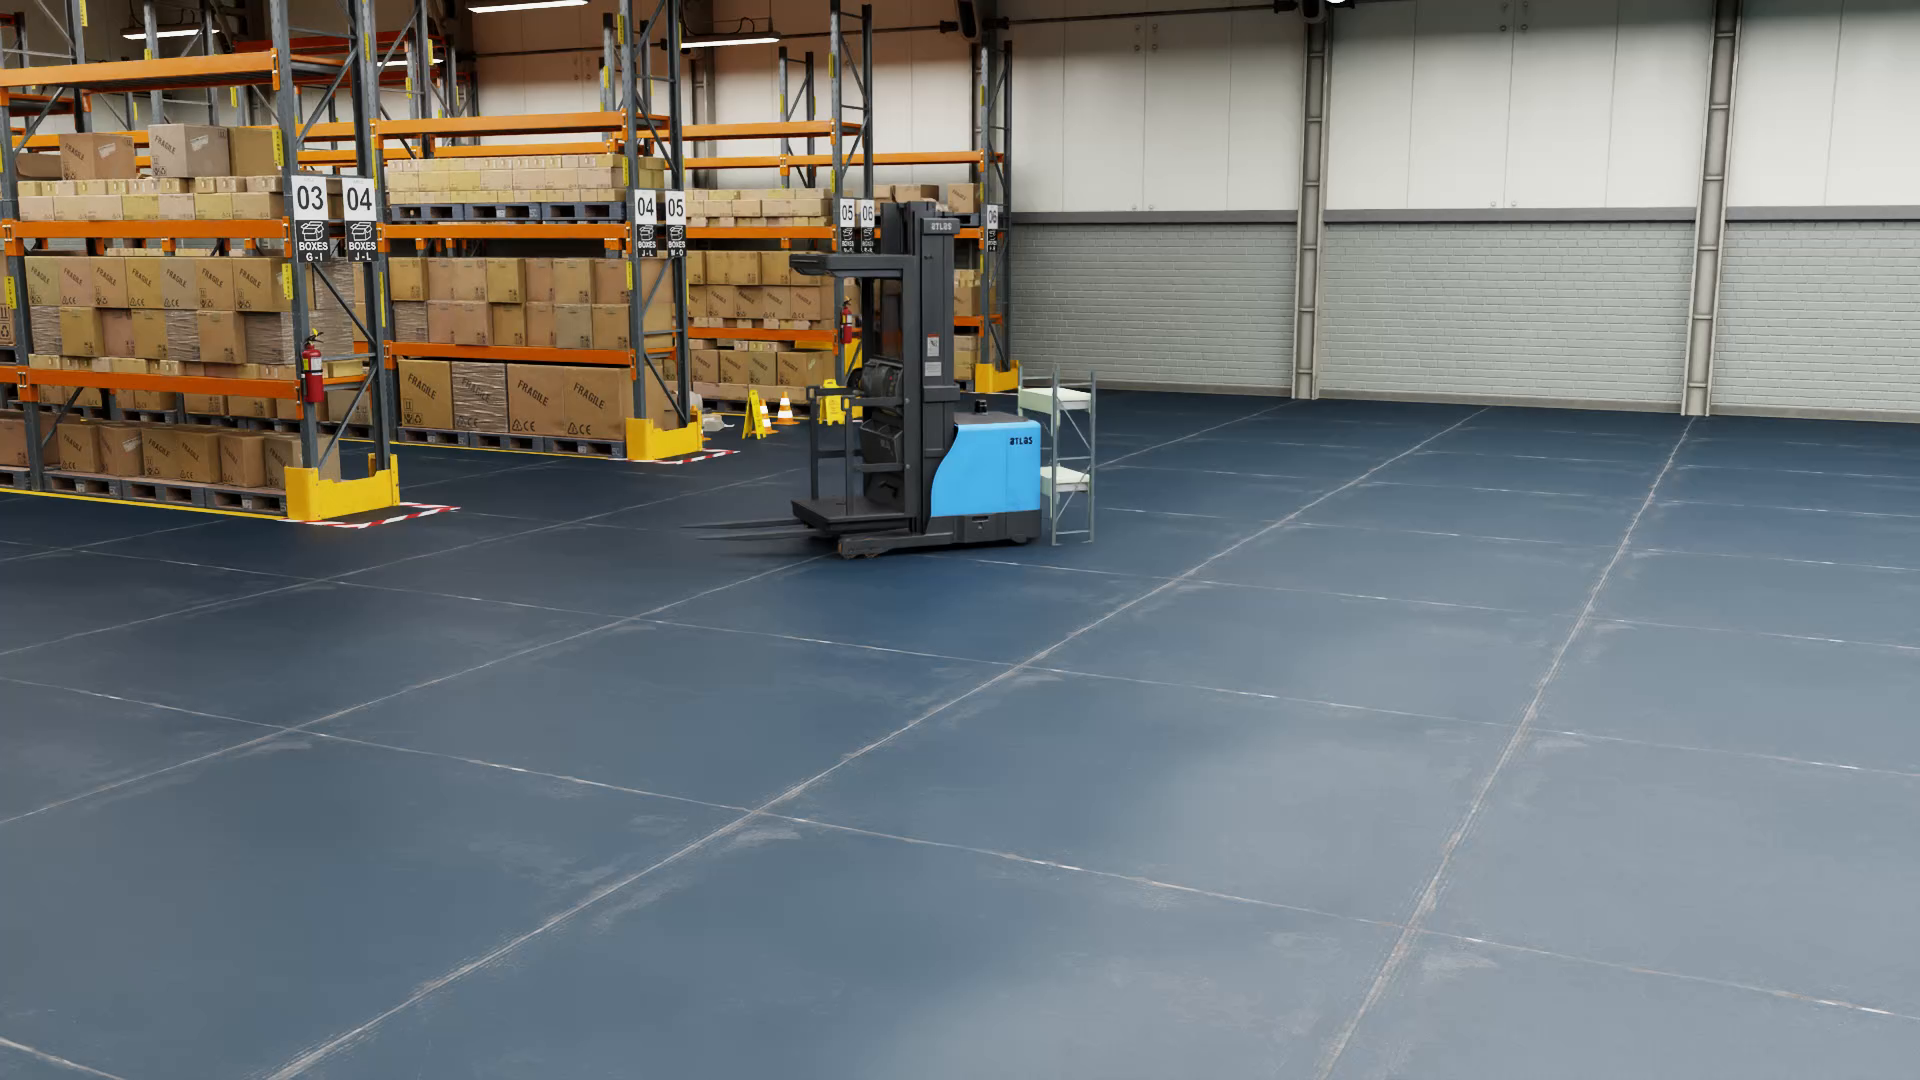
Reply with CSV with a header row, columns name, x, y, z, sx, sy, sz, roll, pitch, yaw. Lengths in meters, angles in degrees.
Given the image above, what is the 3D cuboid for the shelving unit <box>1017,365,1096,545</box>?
name,x,y,z,sx,sy,sz,roll,pitch,yaw
shelving unit,0.847,-0.766,14.751,0.431,1.500,0.755,-4,11,-21

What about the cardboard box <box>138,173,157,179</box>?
name,x,y,z,sx,sy,sz,roll,pitch,yaw
cardboard box,-11.316,-5.057,23.395,0.258,0.266,0.396,5,11,26

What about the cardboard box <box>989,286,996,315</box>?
name,x,y,z,sx,sy,sz,roll,pitch,yaw
cardboard box,0.308,-4.258,29.555,0.500,0.500,0.500,5,12,28

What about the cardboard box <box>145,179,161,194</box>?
name,x,y,z,sx,sy,sz,roll,pitch,yaw
cardboard box,-7.725,-3.453,16.266,0.250,0.149,0.380,4,11,23

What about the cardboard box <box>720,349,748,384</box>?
name,x,y,z,sx,sy,sz,roll,pitch,yaw
cardboard box,-3.317,-2.658,25.431,0.500,0.500,0.500,5,11,24

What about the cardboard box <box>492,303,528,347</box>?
name,x,y,z,sx,sy,sz,roll,pitch,yaw
cardboard box,-5.460,-2.769,21.187,0.500,0.550,0.875,5,11,26

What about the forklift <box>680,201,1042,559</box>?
name,x,y,z,sx,sy,sz,roll,pitch,yaw
forklift,-0.855,-1.389,14.174,3.031,2.935,1.130,-4,11,-22

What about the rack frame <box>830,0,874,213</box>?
name,x,y,z,sx,sy,sz,roll,pitch,yaw
rack frame,-1.564,-6.285,24.187,0.127,3.000,1.000,5,11,26

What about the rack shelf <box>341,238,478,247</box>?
name,x,y,z,sx,sy,sz,roll,pitch,yaw
rack shelf,-11.926,-6.351,34.996,4.000,0.370,1.077,5,11,26

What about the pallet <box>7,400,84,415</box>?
name,x,y,z,sx,sy,sz,roll,pitch,yaw
pallet,-13.726,-2.046,25.445,1.213,0.211,1.003,5,11,26

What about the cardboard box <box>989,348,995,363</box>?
name,x,y,z,sx,sy,sz,roll,pitch,yaw
cardboard box,0.299,-3.296,29.654,0.500,0.250,0.500,5,12,27

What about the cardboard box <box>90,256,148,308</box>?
name,x,y,z,sx,sy,sz,roll,pitch,yaw
cardboard box,-8.348,-2.598,16.739,0.500,0.500,0.500,5,11,26

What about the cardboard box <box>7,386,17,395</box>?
name,x,y,z,sx,sy,sz,roll,pitch,yaw
cardboard box,-14.848,-2.385,26.309,0.250,0.149,0.380,5,12,27

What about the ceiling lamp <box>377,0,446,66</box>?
name,x,y,z,sx,sy,sz,roll,pitch,yaw
ceiling lamp,-10.353,-10.479,30.970,2.000,3.185,0.800,5,11,26

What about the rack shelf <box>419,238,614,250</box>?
name,x,y,z,sx,sy,sz,roll,pitch,yaw
rack shelf,-6.945,-4.927,27.131,4.000,0.370,1.077,5,11,26

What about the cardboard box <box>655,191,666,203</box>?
name,x,y,z,sx,sy,sz,roll,pitch,yaw
cardboard box,-3.829,-4.221,20.451,0.250,0.149,0.380,5,11,26

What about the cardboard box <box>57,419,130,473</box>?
name,x,y,z,sx,sy,sz,roll,pitch,yaw
cardboard box,-9.195,-1.004,17.694,0.500,0.500,0.500,5,11,24

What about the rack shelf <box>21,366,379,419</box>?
name,x,y,z,sx,sy,sz,roll,pitch,yaw
rack shelf,-7.742,-1.554,16.911,4.000,0.370,1.077,5,11,26

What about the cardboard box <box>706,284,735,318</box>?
name,x,y,z,sx,sy,sz,roll,pitch,yaw
cardboard box,-3.513,-3.650,25.360,0.500,0.500,0.500,5,11,26

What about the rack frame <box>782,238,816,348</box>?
name,x,y,z,sx,sy,sz,roll,pitch,yaw
rack frame,-2.958,-4.441,30.845,0.127,3.000,1.000,5,11,26

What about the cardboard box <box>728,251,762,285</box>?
name,x,y,z,sx,sy,sz,roll,pitch,yaw
cardboard box,-3.072,-4.090,24.985,0.500,0.500,0.700,5,11,25

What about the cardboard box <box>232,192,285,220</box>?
name,x,y,z,sx,sy,sz,roll,pitch,yaw
cardboard box,-6.494,-3.150,15.709,0.500,0.250,0.500,5,12,27

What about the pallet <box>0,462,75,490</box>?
name,x,y,z,sx,sy,sz,roll,pitch,yaw
pallet,-10.235,-0.754,18.304,1.213,0.211,1.003,5,11,26

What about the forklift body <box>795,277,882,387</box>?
name,x,y,z,sx,sy,sz,roll,pitch,yaw
forklift body,-1.879,-3.566,28.395,1.214,2.155,2.313,5,11,26

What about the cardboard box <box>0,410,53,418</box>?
name,x,y,z,sx,sy,sz,roll,pitch,yaw
cardboard box,-10.497,-1.144,18.412,0.500,0.500,0.700,5,11,25

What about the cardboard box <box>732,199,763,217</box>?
name,x,y,z,sx,sy,sz,roll,pitch,yaw
cardboard box,-3.060,-4.958,24.868,0.500,0.250,0.500,5,12,27

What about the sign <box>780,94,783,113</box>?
name,x,y,z,sx,sy,sz,roll,pitch,yaw
sign,-3.188,-7.804,29.737,0.005,0.325,0.100,5,11,26

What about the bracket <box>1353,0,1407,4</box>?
name,x,y,z,sx,sy,sz,roll,pitch,yaw
bracket,8.325,-8.281,25.112,4.783,0.066,0.076,5,11,26

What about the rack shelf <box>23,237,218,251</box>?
name,x,y,z,sx,sy,sz,roll,pitch,yaw
rack shelf,-12.631,-4.444,24.460,4.000,0.370,1.077,5,11,26

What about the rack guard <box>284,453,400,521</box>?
name,x,y,z,sx,sy,sz,roll,pitch,yaw
rack guard,-6.017,-0.526,16.232,0.348,0.500,1.175,5,11,26

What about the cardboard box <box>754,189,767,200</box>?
name,x,y,z,sx,sy,sz,roll,pitch,yaw
cardboard box,-2.870,-5.149,24.802,0.250,0.149,0.380,5,11,26

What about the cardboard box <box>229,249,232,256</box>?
name,x,y,z,sx,sy,sz,roll,pitch,yaw
cardboard box,-12.931,-5.150,29.855,0.250,0.149,0.380,5,12,27

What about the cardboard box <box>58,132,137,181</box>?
name,x,y,z,sx,sy,sz,roll,pitch,yaw
cardboard box,-9.020,-3.988,17.400,0.500,0.500,0.500,5,11,24

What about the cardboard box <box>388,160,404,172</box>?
name,x,y,z,sx,sy,sz,roll,pitch,yaw
cardboard box,-7.075,-4.767,21.231,0.250,0.149,0.380,5,11,26

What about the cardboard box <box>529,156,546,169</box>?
name,x,y,z,sx,sy,sz,roll,pitch,yaw
cardboard box,-5.025,-4.587,20.237,0.250,0.149,0.380,5,11,26

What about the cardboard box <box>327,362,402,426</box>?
name,x,y,z,sx,sy,sz,roll,pitch,yaw
cardboard box,-7.847,-1.984,22.405,0.750,0.750,1.050,5,11,26

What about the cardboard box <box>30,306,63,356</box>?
name,x,y,z,sx,sy,sz,roll,pitch,yaw
cardboard box,-9.160,-2.215,17.432,0.500,0.500,0.875,5,11,26

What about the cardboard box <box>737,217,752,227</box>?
name,x,y,z,sx,sy,sz,roll,pitch,yaw
cardboard box,-3.144,-4.774,24.968,0.250,0.149,0.380,5,11,24

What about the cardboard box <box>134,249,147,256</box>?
name,x,y,z,sx,sy,sz,roll,pitch,yaw
cardboard box,-15.024,-5.316,30.769,0.250,0.149,0.380,5,11,24

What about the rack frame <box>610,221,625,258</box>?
name,x,y,z,sx,sy,sz,roll,pitch,yaw
rack frame,-5.151,-3.648,26.463,0.127,3.000,1.000,5,11,26

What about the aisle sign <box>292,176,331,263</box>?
name,x,y,z,sx,sy,sz,roll,pitch,yaw
aisle sign,-6.026,-2.976,15.453,0.004,0.787,0.394,5,11,26

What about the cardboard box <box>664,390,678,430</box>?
name,x,y,z,sx,sy,sz,roll,pitch,yaw
cardboard box,-4.259,-1.838,23.475,0.637,0.503,0.797,-2,11,-14

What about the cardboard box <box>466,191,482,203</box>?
name,x,y,z,sx,sy,sz,roll,pitch,yaw
cardboard box,-5.932,-4.275,20.749,0.250,0.149,0.380,5,11,26

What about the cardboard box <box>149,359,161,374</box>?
name,x,y,z,sx,sy,sz,roll,pitch,yaw
cardboard box,-7.881,-1.748,16.671,0.250,0.149,0.380,5,11,26

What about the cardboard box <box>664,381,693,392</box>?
name,x,y,z,sx,sy,sz,roll,pitch,yaw
cardboard box,-4.258,-2.372,25.953,0.500,0.250,0.500,6,12,29

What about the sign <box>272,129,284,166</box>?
name,x,y,z,sx,sy,sz,roll,pitch,yaw
sign,-6.212,-3.575,15.150,0.005,0.325,0.100,5,11,26

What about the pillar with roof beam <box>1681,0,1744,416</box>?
name,x,y,z,sx,sy,sz,roll,pitch,yaw
pillar with roof beam,9.260,-5.643,20.644,0.548,9.000,9.100,5,11,26

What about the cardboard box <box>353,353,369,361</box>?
name,x,y,z,sx,sy,sz,roll,pitch,yaw
cardboard box,-10.119,-3.263,29.123,0.875,0.875,0.875,5,11,27

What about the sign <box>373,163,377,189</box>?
name,x,y,z,sx,sy,sz,roll,pitch,yaw
sign,-7.482,-4.647,21.227,0.005,0.325,0.100,5,11,26

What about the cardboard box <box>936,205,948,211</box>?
name,x,y,z,sx,sy,sz,roll,pitch,yaw
cardboard box,-0.249,-5.751,28.905,0.250,0.149,0.380,5,11,24

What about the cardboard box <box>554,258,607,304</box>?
name,x,y,z,sx,sy,sz,roll,pitch,yaw
cardboard box,-4.513,-3.203,20.554,0.550,0.550,0.875,5,11,26

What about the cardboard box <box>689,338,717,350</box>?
name,x,y,z,sx,sy,sz,roll,pitch,yaw
cardboard box,-3.952,-3.020,25.607,0.250,0.149,0.380,6,12,29

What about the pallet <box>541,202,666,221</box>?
name,x,y,z,sx,sy,sz,roll,pitch,yaw
pallet,-4.334,-4.023,20.364,1.213,0.211,1.003,5,11,26

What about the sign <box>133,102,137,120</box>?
name,x,y,z,sx,sy,sz,roll,pitch,yaw
sign,-15.660,-8.130,31.536,0.005,0.325,0.100,5,11,26

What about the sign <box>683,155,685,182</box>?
name,x,y,z,sx,sy,sz,roll,pitch,yaw
sign,-3.413,-4.567,20.445,0.005,0.325,0.100,5,11,26

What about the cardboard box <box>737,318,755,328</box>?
name,x,y,z,sx,sy,sz,roll,pitch,yaw
cardboard box,-3.172,-3.294,25.213,0.250,0.149,0.380,5,11,25
